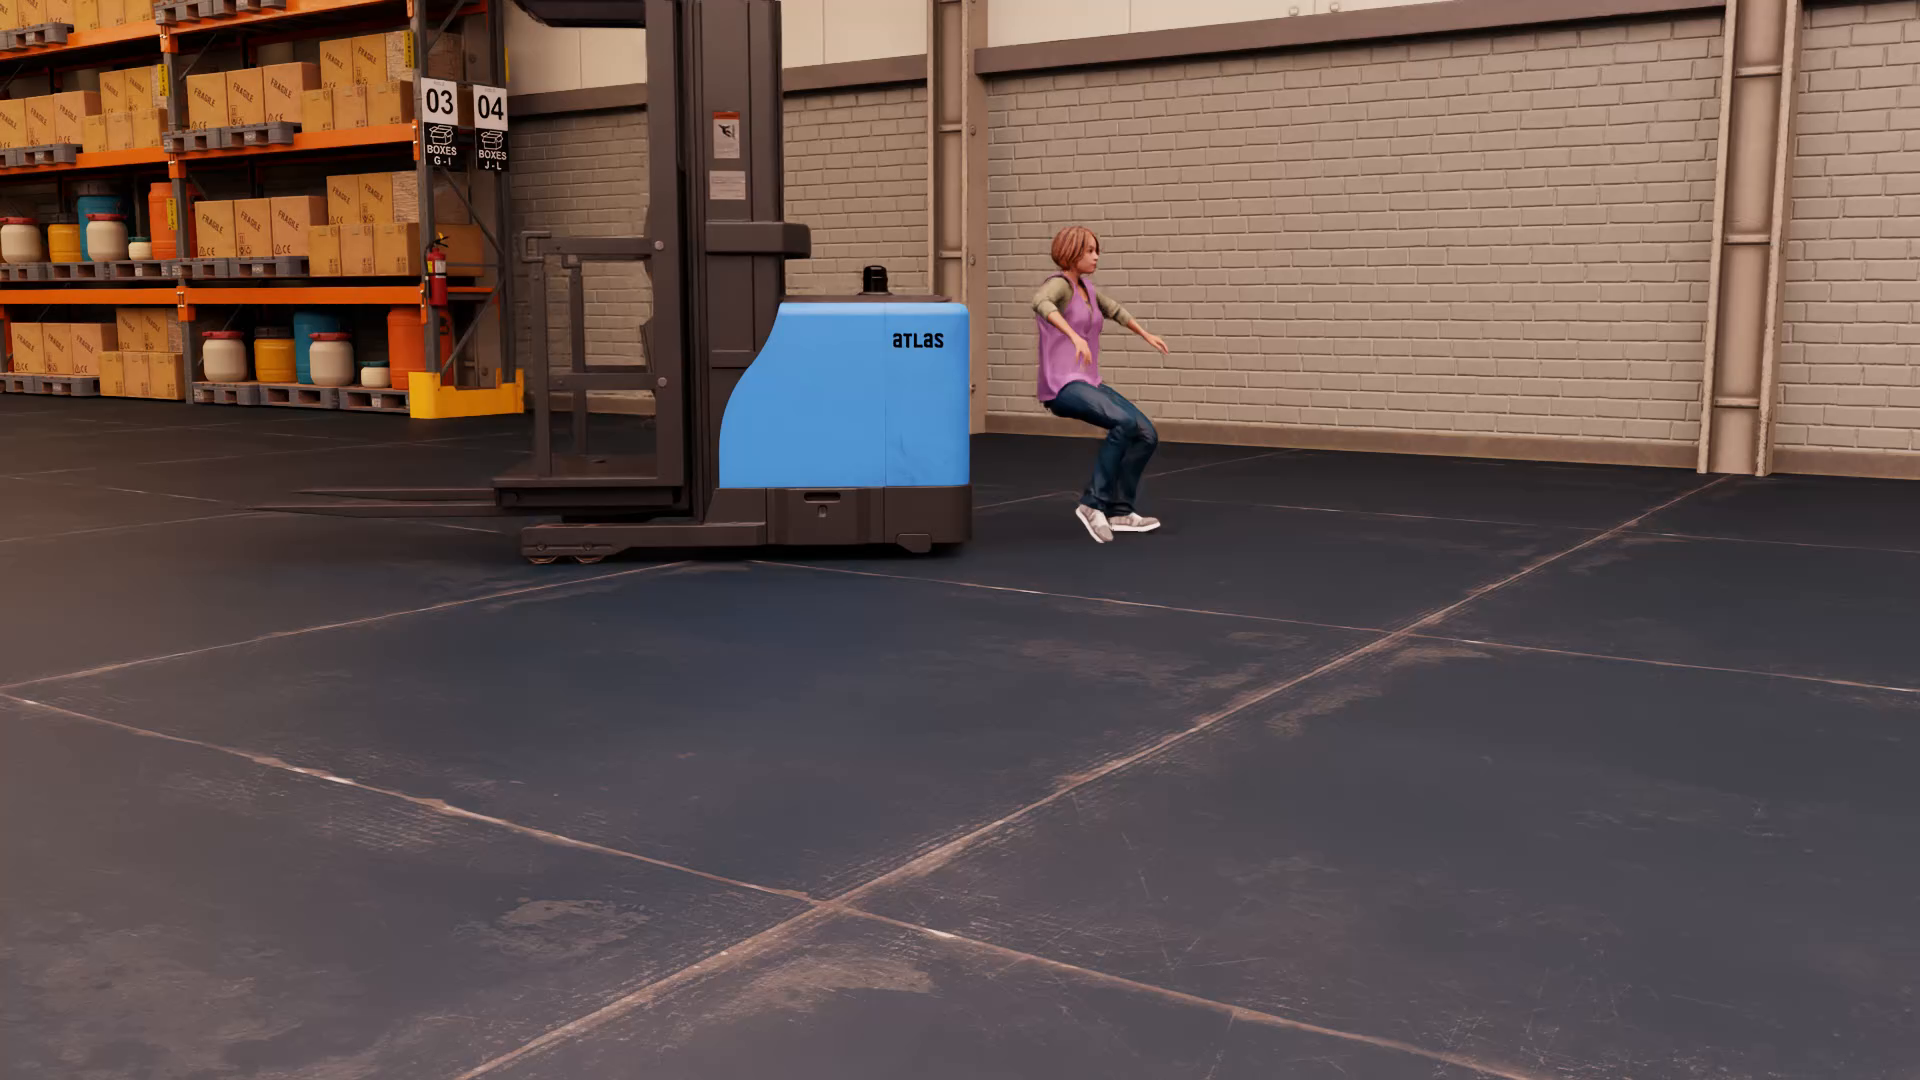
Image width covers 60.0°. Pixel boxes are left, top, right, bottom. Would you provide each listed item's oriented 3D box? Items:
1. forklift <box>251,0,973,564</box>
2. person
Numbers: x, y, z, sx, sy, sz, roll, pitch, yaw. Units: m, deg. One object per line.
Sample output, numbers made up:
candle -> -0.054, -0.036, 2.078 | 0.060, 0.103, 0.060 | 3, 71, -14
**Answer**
forklift -> -1.488, -1.427, 7.229 | 3.031, 2.935, 1.130 | -1, 8, -4
person -> 0.648, -0.729, 7.733 | 0.553, 1.449, 0.922 | 5, 9, 29
